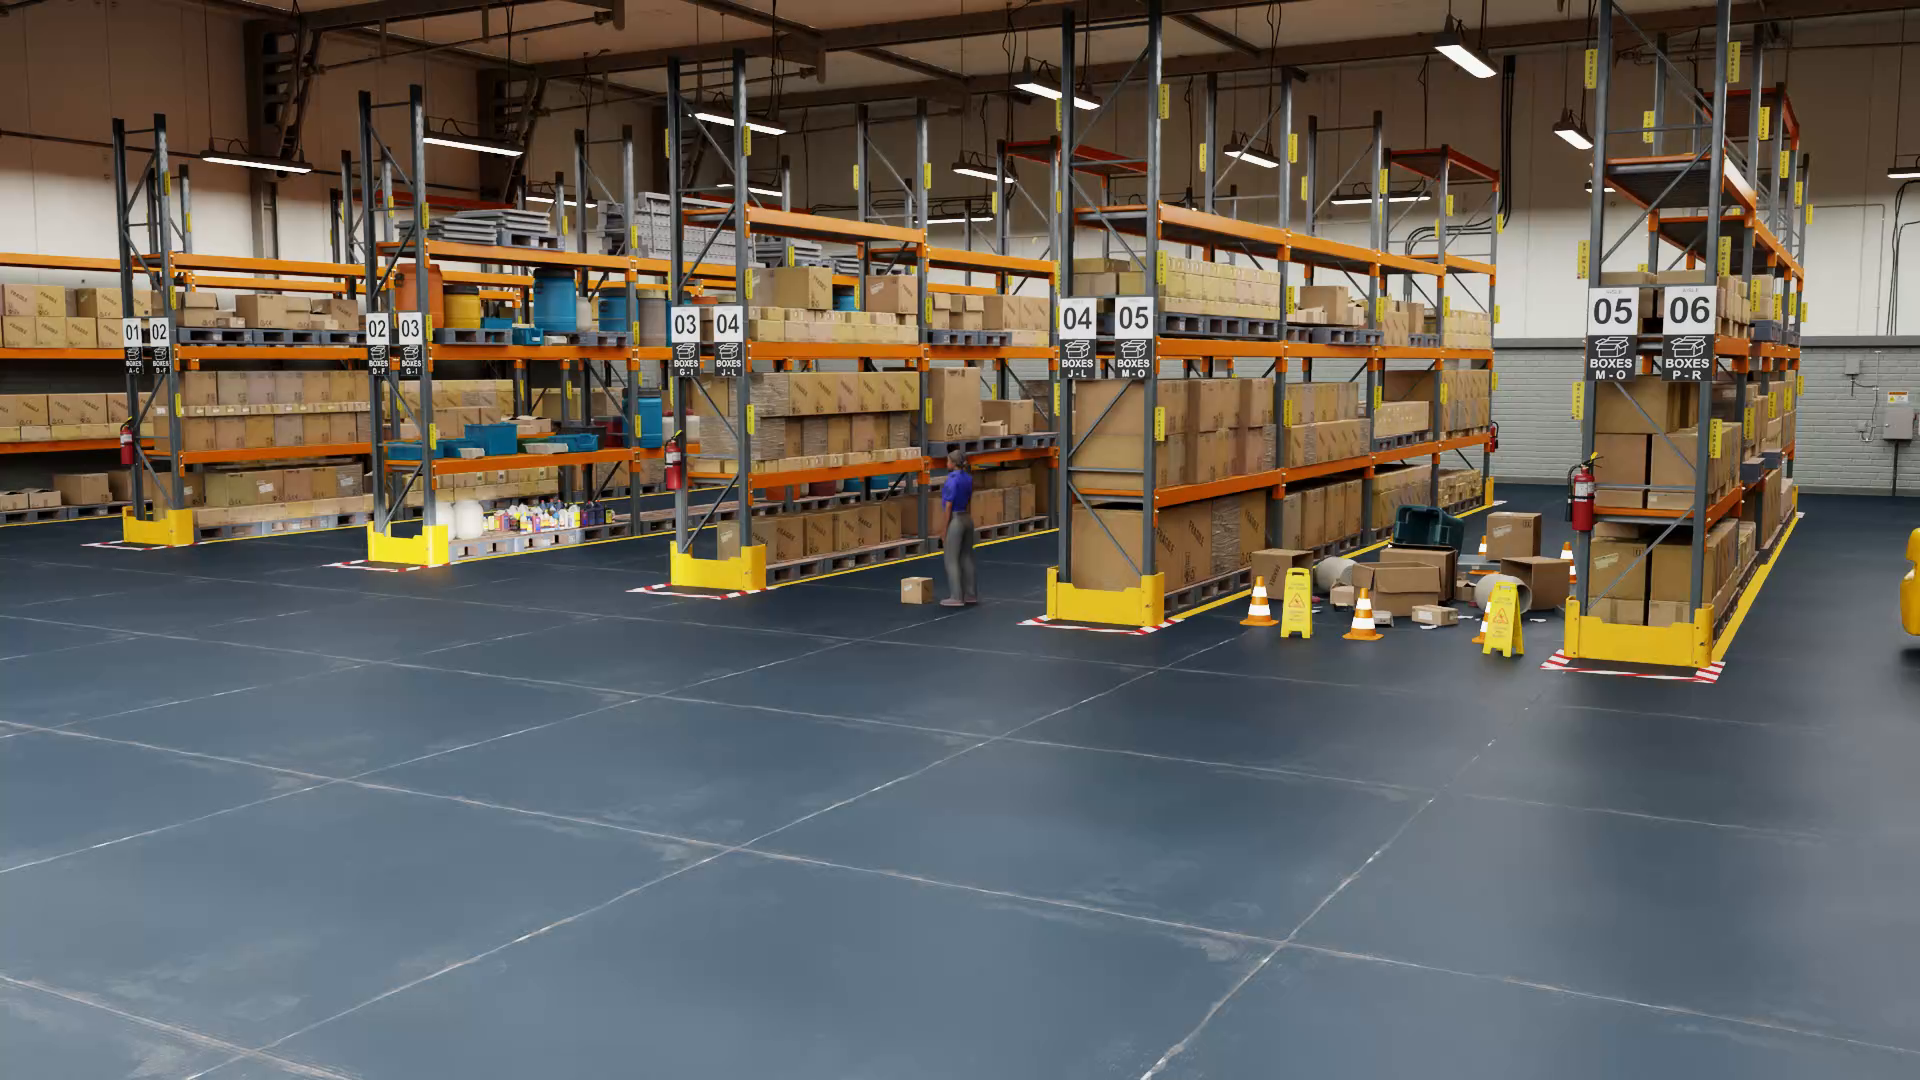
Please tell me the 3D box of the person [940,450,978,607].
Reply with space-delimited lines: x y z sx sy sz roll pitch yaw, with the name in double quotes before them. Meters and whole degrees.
"person" -0.029 -0.126 17.622 0.304 1.666 0.471 3 7 30
